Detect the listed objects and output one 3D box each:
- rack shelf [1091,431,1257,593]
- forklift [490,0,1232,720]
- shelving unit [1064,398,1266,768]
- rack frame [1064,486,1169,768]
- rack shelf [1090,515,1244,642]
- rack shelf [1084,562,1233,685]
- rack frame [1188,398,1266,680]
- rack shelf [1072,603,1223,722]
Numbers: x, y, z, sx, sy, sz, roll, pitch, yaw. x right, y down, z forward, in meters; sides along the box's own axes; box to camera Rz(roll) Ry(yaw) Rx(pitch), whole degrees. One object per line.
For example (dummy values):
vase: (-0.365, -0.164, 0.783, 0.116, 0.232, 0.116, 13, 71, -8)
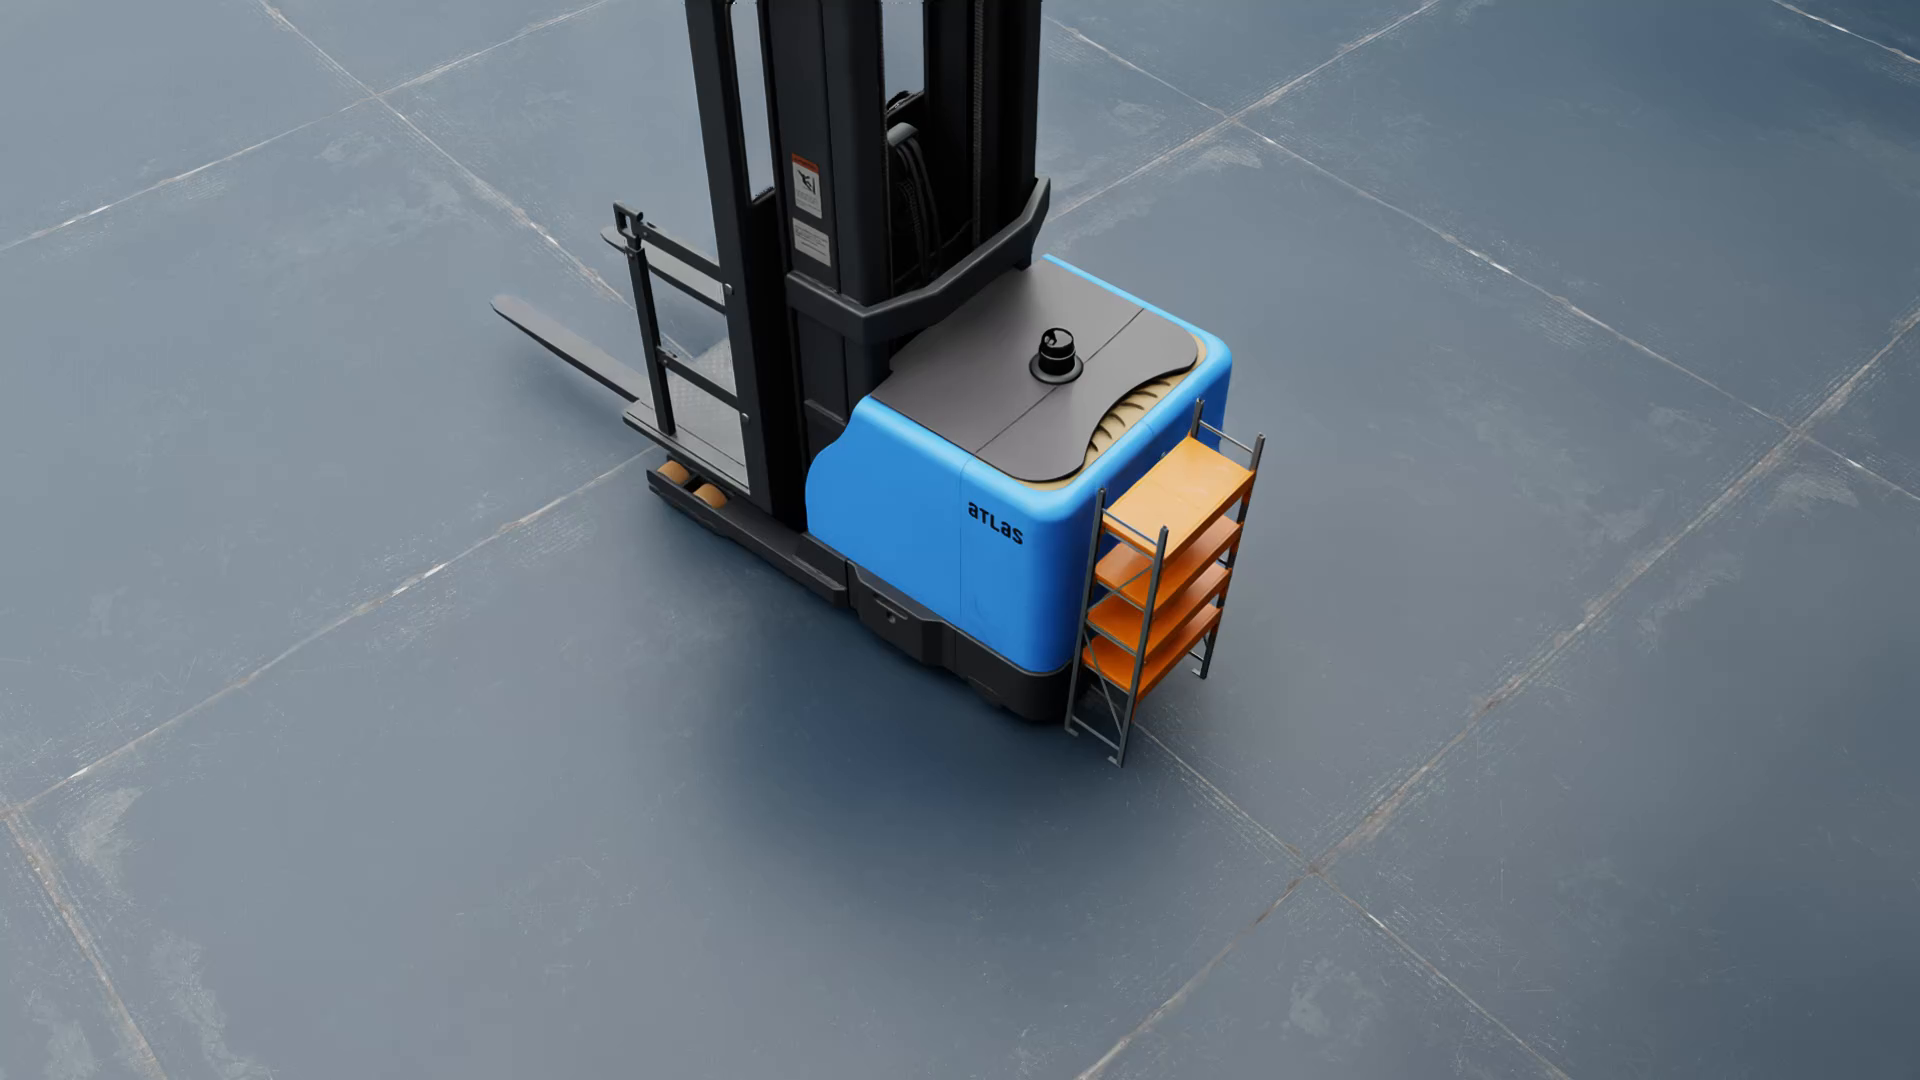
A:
rack shelf: (0.640, -0.091, 4.975, 0.258, 0.148, 0.480, 34, 56, 24)
forklift: (-0.560, -1.310, 5.465, 3.031, 2.935, 1.130, 31, 54, 25)
shelving unit: (0.627, 0.167, 5.272, 0.258, 1.200, 0.503, 34, 56, 24)
rack frame: (0.469, 0.304, 5.145, 0.240, 1.200, 0.015, 34, 56, 24)
rack shelf: (0.632, 0.064, 5.154, 0.258, 0.148, 0.480, 34, 56, 24)
rack shelf: (0.625, 0.211, 5.322, 0.258, 0.148, 0.480, 34, 56, 24)
rack frame: (0.785, 0.030, 5.398, 0.240, 1.200, 0.015, 34, 56, 24)
rack shelf: (0.618, 0.341, 5.472, 0.258, 0.148, 0.480, 34, 56, 24)
